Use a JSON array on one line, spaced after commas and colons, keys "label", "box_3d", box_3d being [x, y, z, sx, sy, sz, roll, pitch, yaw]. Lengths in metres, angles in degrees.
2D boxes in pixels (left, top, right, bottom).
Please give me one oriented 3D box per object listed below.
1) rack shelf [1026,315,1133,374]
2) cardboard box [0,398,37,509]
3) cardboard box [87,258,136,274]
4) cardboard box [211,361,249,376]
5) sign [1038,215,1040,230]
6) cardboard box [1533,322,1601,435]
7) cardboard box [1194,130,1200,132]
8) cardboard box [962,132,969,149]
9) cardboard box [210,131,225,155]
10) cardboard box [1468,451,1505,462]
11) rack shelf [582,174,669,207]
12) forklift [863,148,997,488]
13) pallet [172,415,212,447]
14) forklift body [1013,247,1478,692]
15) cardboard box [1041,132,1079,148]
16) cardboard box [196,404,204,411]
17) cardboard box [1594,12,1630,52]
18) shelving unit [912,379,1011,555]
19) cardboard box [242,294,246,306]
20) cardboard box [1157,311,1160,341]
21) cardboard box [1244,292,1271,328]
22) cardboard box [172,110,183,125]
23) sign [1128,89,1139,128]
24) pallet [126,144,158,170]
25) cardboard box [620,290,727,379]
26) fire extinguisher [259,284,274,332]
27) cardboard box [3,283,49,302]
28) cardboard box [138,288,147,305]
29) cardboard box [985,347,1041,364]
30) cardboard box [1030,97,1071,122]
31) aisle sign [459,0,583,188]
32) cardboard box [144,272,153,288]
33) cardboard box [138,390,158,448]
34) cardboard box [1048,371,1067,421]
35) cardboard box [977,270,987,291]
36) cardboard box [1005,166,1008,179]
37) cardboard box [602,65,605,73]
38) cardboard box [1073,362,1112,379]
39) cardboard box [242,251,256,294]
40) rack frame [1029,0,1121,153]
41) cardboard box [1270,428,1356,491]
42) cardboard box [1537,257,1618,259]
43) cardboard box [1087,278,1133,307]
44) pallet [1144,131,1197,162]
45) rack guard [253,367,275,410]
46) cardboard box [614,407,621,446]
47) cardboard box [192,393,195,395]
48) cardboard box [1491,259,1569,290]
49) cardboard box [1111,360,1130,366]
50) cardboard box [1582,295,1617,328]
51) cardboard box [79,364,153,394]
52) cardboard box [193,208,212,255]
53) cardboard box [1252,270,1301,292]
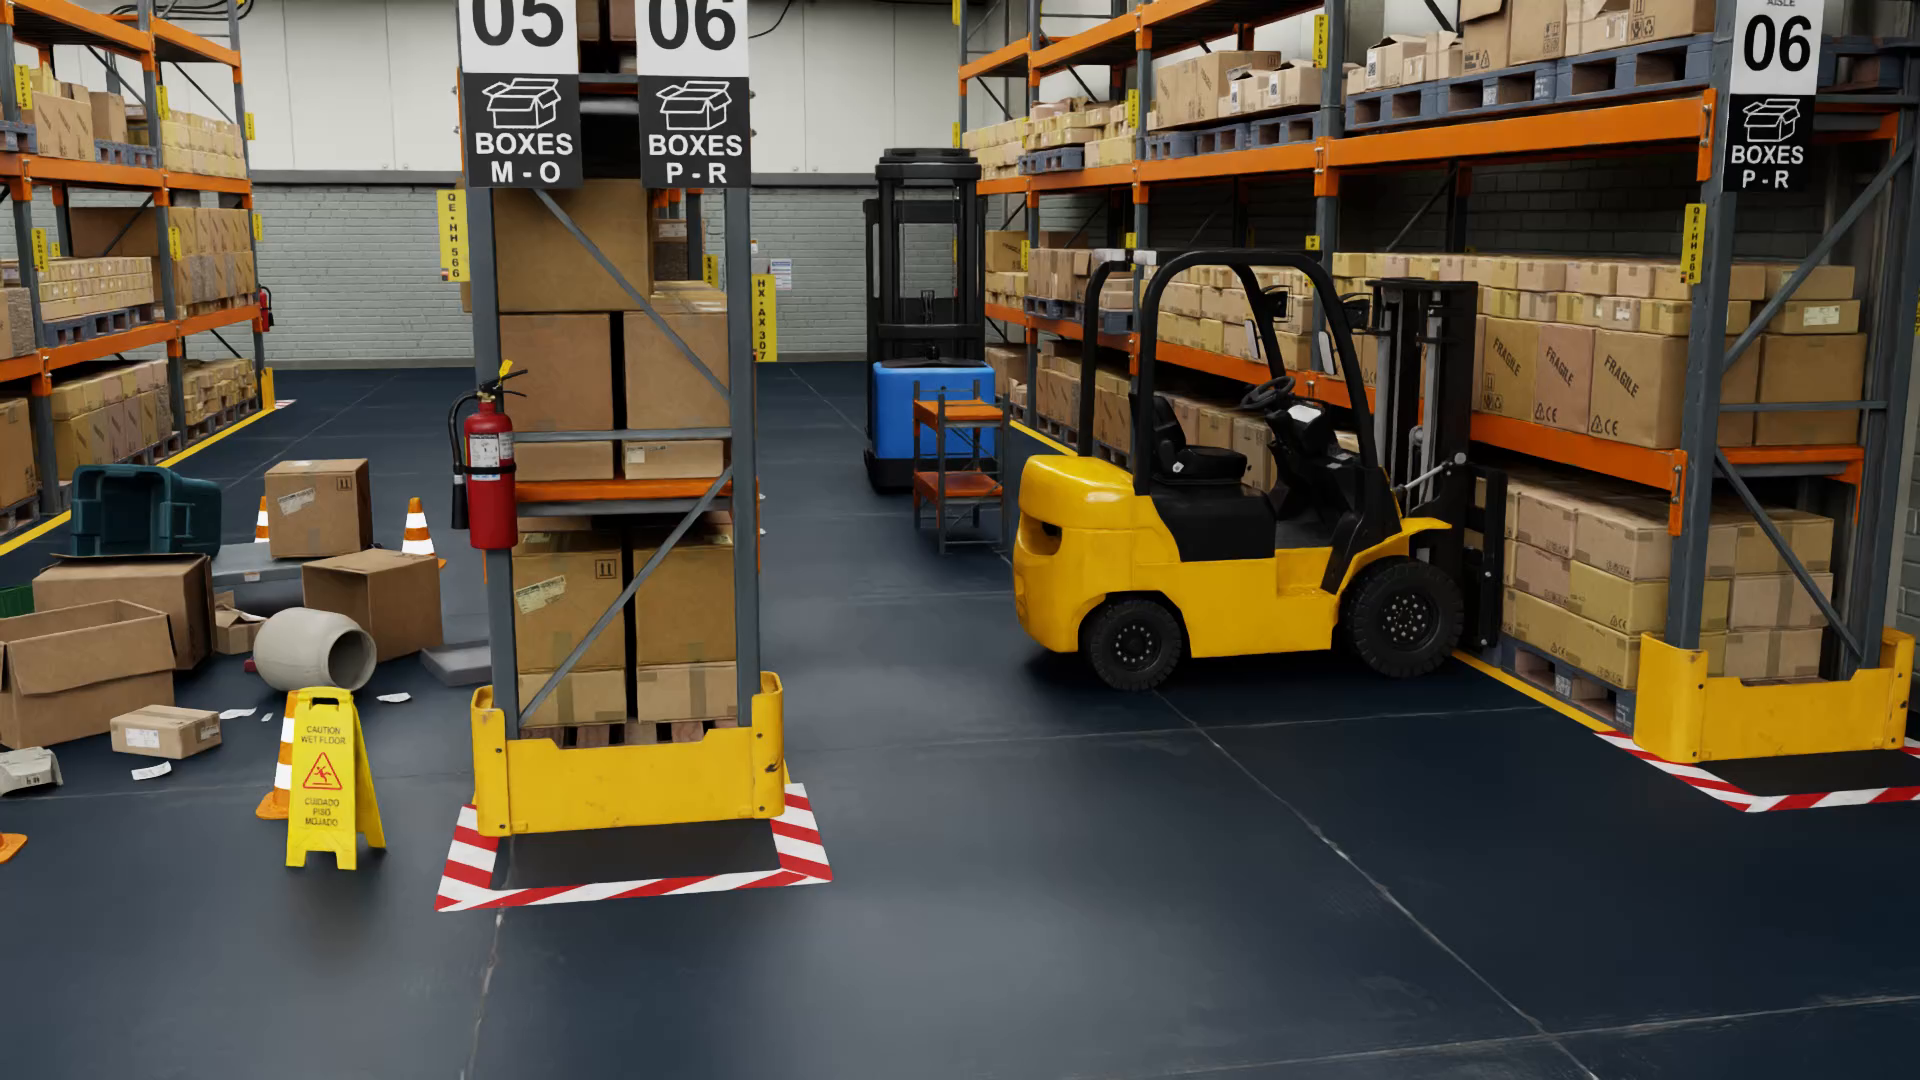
[{"label": "rack shelf", "box_3d": [1.652, -2.048, 16.861, 1.077, 0.370, 4.000, -2, 11, -11]}, {"label": "cardboard box", "box_3d": [-7.633, -0.642, 12.438, 1.050, 0.750, 0.750, -2, 11, -12]}, {"label": "cardboard box", "box_3d": [-8.070, -2.601, 15.797, 0.380, 0.149, 0.250, -2, 11, -13]}, {"label": "cardboard box", "box_3d": [-8.700, -2.042, 19.812, 0.380, 0.149, 0.250, -2, 11, -12]}, {"label": "sign", "box_3d": [1.033, -4.243, 22.524, 0.100, 0.325, 0.005, -2, 11, -11]}, {"label": "cardboard box", "box_3d": [3.152, -0.793, 8.074, 0.500, 0.500, 0.500, -2, 11, -9]}, {"label": "cardboard box", "box_3d": [2.204, -3.706, 14.960, 0.380, 0.149, 0.250, -2, 11, -10]}, {"label": "cardboard box", "box_3d": [0.325, -5.203, 21.759, 0.500, 0.250, 0.500, -2, 11, -12]}, {"label": "cardboard box", "box_3d": [-8.682, -4.505, 18.885, 0.500, 0.250, 0.500, -2, 11, -10]}, {"label": "cardboard box", "box_3d": [2.803, -0.363, 9.638, 0.500, 0.250, 0.500, -2, 11, -9]}, {"label": "rack shelf", "box_3d": [-3.217, -3.341, 15.628, 1.077, 0.370, 4.000, -2, 11, -11]}, {"label": "forklift", "box_3d": [-0.336, -2.116, 15.474, 1.130, 2.935, 3.031, -1, 11, -5]}, {"label": "pallet", "box_3d": [-8.607, -1.141, 17.627, 1.003, 0.211, 1.213, -2, 11, -11]}, {"label": "forklift body", "box_3d": [1.438, -0.432, 8.715, 2.313, 2.155, 1.214, -2, 11, -11]}, {"label": "cardboard box", "box_3d": [1.058, -4.164, 17.310, 0.380, 0.149, 0.250, -2, 11, -10]}, {"label": "cardboard box", "box_3d": [-8.348, -1.366, 17.851, 0.380, 0.149, 0.250, -2, 11, -11]}, {"label": "cardboard box", "box_3d": [3.138, -2.314, 7.592, 0.380, 0.149, 0.250, -2, 11, -13]}, {"label": "shelving unit", "box_3d": [-0.001, -0.554, 12.098, 0.538, 1.125, 1.048, -2, 11, -11]}, {"label": "cardboard box", "box_3d": [-8.867, -2.903, 20.096, 0.380, 0.149, 0.250, -2, 11, -11]}, {"label": "cardboard box", "box_3d": [1.887, -1.871, 14.406, 0.500, 0.250, 0.500, -2, 11, -11]}, {"label": "cardboard box", "box_3d": [2.365, -1.648, 11.898, 0.500, 0.250, 0.500, -2, 11, -12]}, {"label": "cardboard box", "box_3d": [-8.391, -4.437, 17.460, 0.380, 0.149, 0.250, -2, 11, -13]}, {"label": "sign", "box_3d": [1.508, -3.743, 14.436, 0.100, 0.325, 0.005, -2, 11, -11]}, {"label": "pallet", "box_3d": [-8.426, -3.653, 15.847, 1.213, 0.211, 1.003, -2, 11, -11]}, {"label": "cardboard box", "box_3d": [-1.403, -0.960, 8.155, 0.500, 0.500, 0.500, -2, 11, -12]}, {"label": "fire extinguisher", "box_3d": [-8.816, -2.964, 20.953, 0.296, 0.674, 0.183, -2, 11, -11]}, {"label": "cardboard box", "box_3d": [-7.560, -1.980, 13.331, 0.380, 0.149, 0.250, -2, 11, -8]}, {"label": "cardboard box", "box_3d": [-8.119, -2.359, 16.115, 0.380, 0.149, 0.250, -2, 11, -11]}, {"label": "cardboard box", "box_3d": [0.639, -2.207, 21.331, 0.700, 0.500, 0.500, -2, 11, -9]}, {"label": "cardboard box", "box_3d": [0.979, -4.656, 17.992, 0.396, 0.266, 0.258, -2, 11, -12]}, {"label": "aisle sign", "box_3d": [-1.544, -1.642, 5.847, 0.394, 0.787, 0.004, -2, 11, -11]}, {"label": "cardboard box", "box_3d": [-8.170, -2.552, 16.336, 0.380, 0.149, 0.250, -2, 11, -9]}, {"label": "cardboard box", "box_3d": [-7.951, -1.147, 15.761, 0.500, 0.500, 0.500, -2, 11, -12]}, {"label": "cardboard box", "box_3d": [1.249, -1.553, 17.895, 0.500, 0.500, 0.500, -2, 11, -12]}, {"label": "cardboard box", "box_3d": [0.509, -3.296, 21.099, 0.500, 0.250, 0.500, -2, 11, -12]}, {"label": "cardboard box", "box_3d": [0.748, -4.364, 19.751, 0.380, 0.149, 0.250, -2, 11, -9]}, {"label": "cardboard box", "box_3d": [-1.838, -2.204, 7.337, 0.500, 0.250, 0.500, -2, 11, -9]}, {"label": "cardboard box", "box_3d": [1.387, -1.753, 17.212, 0.380, 0.149, 0.250, -2, 11, -9]}, {"label": "cardboard box", "box_3d": [-8.879, -3.245, 20.159, 0.500, 0.500, 0.500, -2, 11, -10]}, {"label": "rack frame", "box_3d": [1.263, -5.716, 18.160, 1.000, 3.000, 0.127, -2, 11, -11]}, {"label": "cardboard box", "box_3d": [2.706, -0.436, 11.695, 0.875, 0.625, 0.625, -2, 11, -8]}, {"label": "cardboard box", "box_3d": [3.413, -1.484, 9.174, 0.380, 0.149, 0.250, -2, 11, -9]}, {"label": "cardboard box", "box_3d": [1.518, -2.349, 15.796, 0.500, 0.250, 0.500, -3, 11, -14]}, {"label": "pallet", "box_3d": [2.260, -3.295, 13.967, 1.213, 0.211, 1.003, -2, 11, -8]}, {"label": "rack guard", "box_3d": [-9.205, -1.881, 20.740, 1.175, 0.500, 0.348, -2, 11, -11]}, {"label": "cardboard box", "box_3d": [-1.733, -0.512, 7.538, 0.380, 0.149, 0.250, -2, 11, -10]}, {"label": "cardboard box", "box_3d": [-8.418, -1.506, 17.790, 0.380, 0.149, 0.250, -2, 11, -11]}, {"label": "cardboard box", "box_3d": [2.974, -1.370, 8.575, 0.380, 0.149, 0.250, -2, 11, -10]}, {"label": "cardboard box", "box_3d": [1.806, -1.818, 17.552, 0.380, 0.149, 0.250, -2, 11, -9]}, {"label": "cardboard box", "box_3d": [3.185, -1.085, 7.870, 0.380, 0.149, 0.250, -2, 11, -10]}, {"label": "cardboard box", "box_3d": [-7.962, -1.514, 15.683, 0.500, 0.250, 0.500, -2, 11, -8]}, {"label": "cardboard box", "box_3d": [-8.474, -3.355, 18.064, 0.500, 0.500, 0.500, -2, 11, -10]}, {"label": "cardboard box", "box_3d": [2.289, -1.861, 11.948, 0.380, 0.149, 0.250, -2, 11, -13]}]
